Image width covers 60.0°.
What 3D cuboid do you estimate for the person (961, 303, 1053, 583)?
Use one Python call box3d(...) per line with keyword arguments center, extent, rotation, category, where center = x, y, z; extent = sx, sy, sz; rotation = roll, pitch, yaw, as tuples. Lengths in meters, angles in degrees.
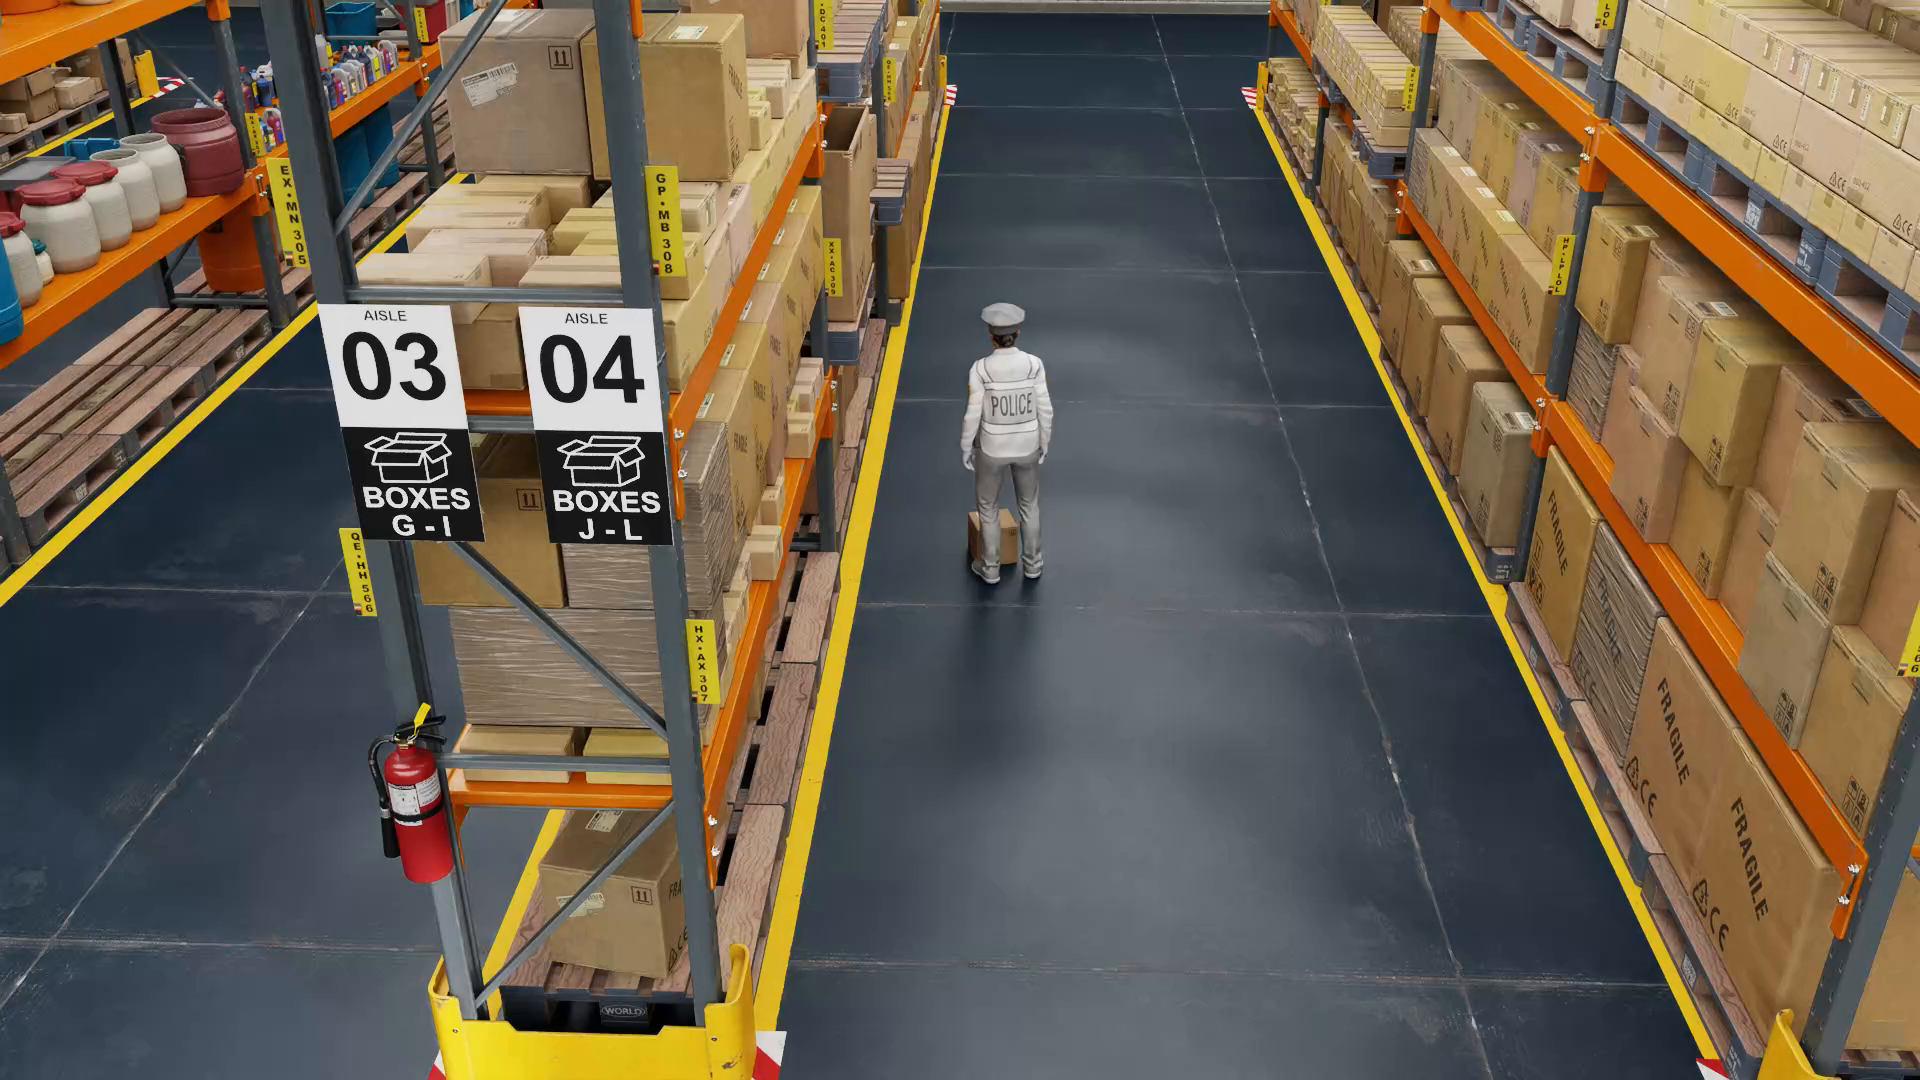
box3d(center=(0.268, -0.529, 9.606), extent=(0.529, 1.664, 0.371), rotation=(-5, 29, -10), category="person")
